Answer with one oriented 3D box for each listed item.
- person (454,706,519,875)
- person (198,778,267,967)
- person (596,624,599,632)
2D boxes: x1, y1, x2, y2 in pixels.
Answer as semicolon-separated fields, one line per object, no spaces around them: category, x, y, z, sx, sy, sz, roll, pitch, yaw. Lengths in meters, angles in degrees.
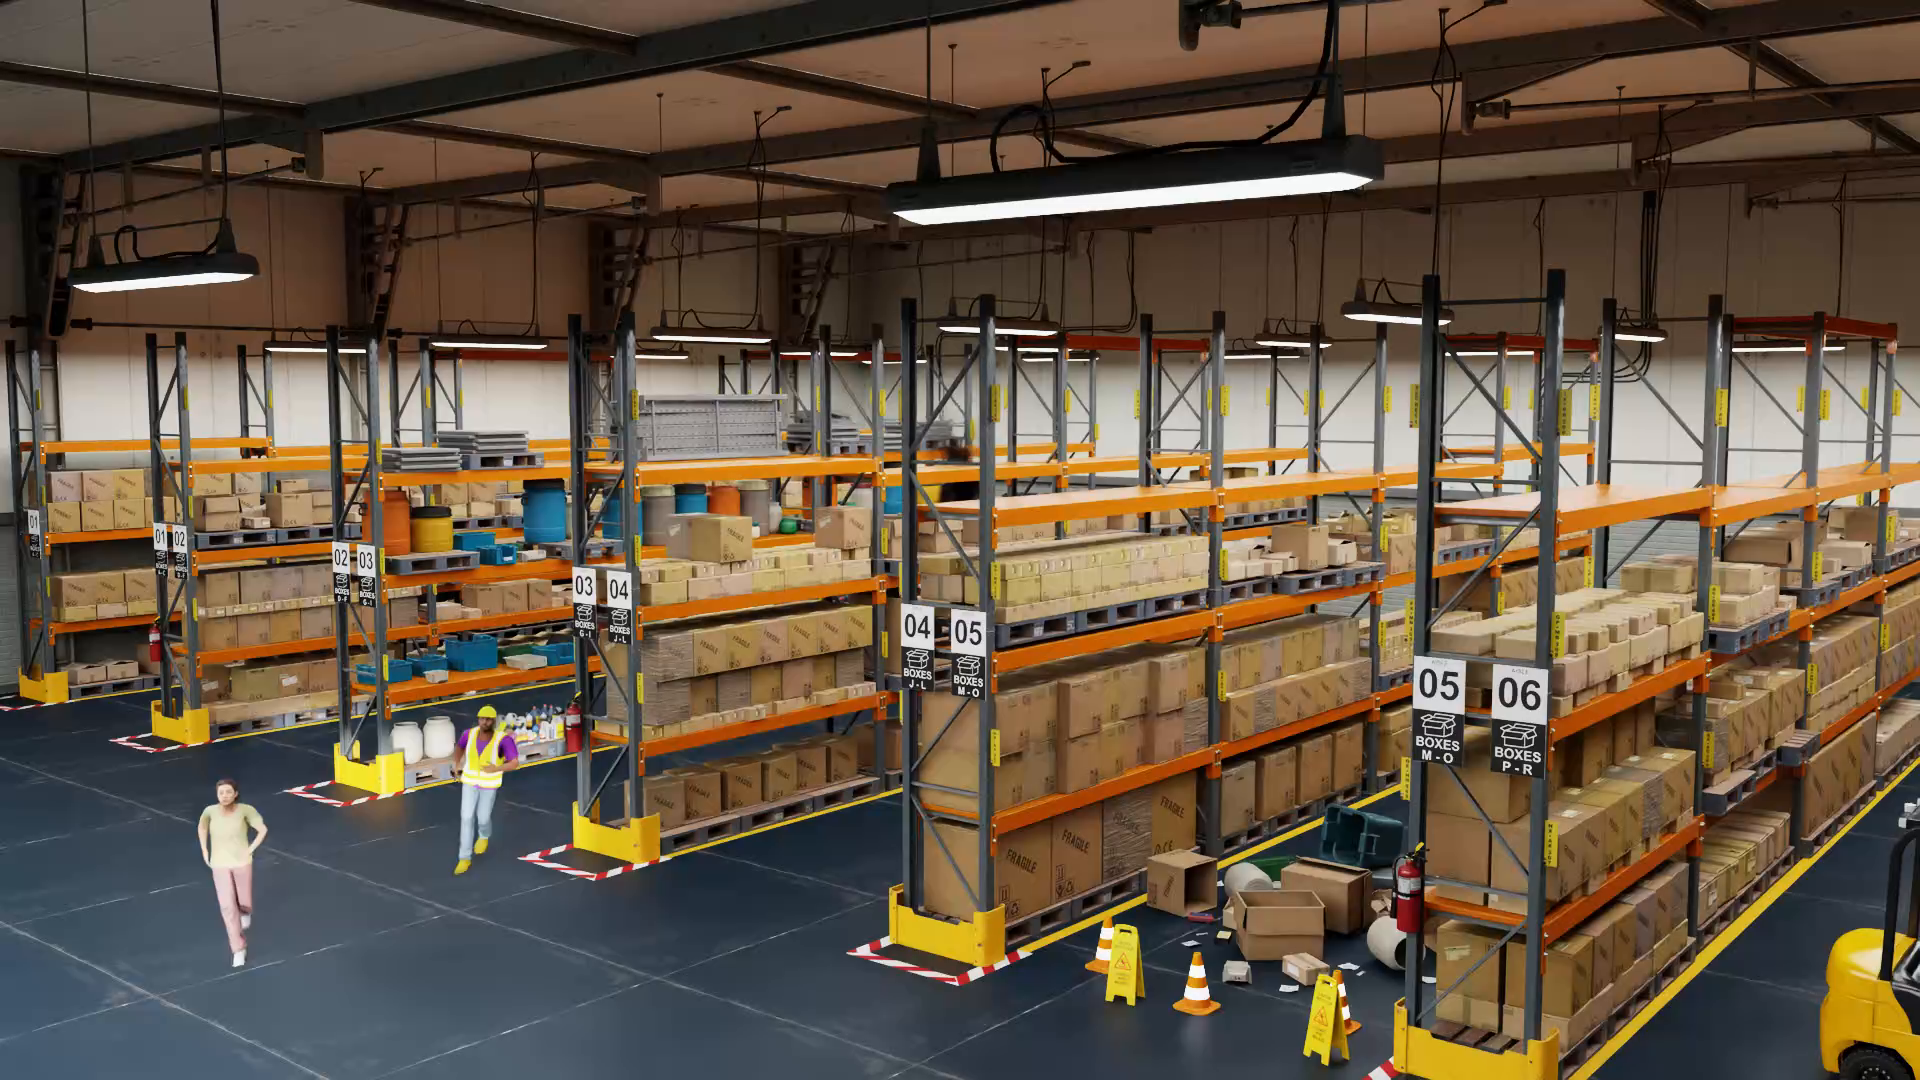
person;-5.171;2.668;18.152;0.731;1.753;0.922;0;5;-1
person;-6.663;2.986;15.231;0.603;1.655;0.840;-1;5;-15
person;-7.523;1.299;33.575;0.638;1.681;0.586;4;6;37
